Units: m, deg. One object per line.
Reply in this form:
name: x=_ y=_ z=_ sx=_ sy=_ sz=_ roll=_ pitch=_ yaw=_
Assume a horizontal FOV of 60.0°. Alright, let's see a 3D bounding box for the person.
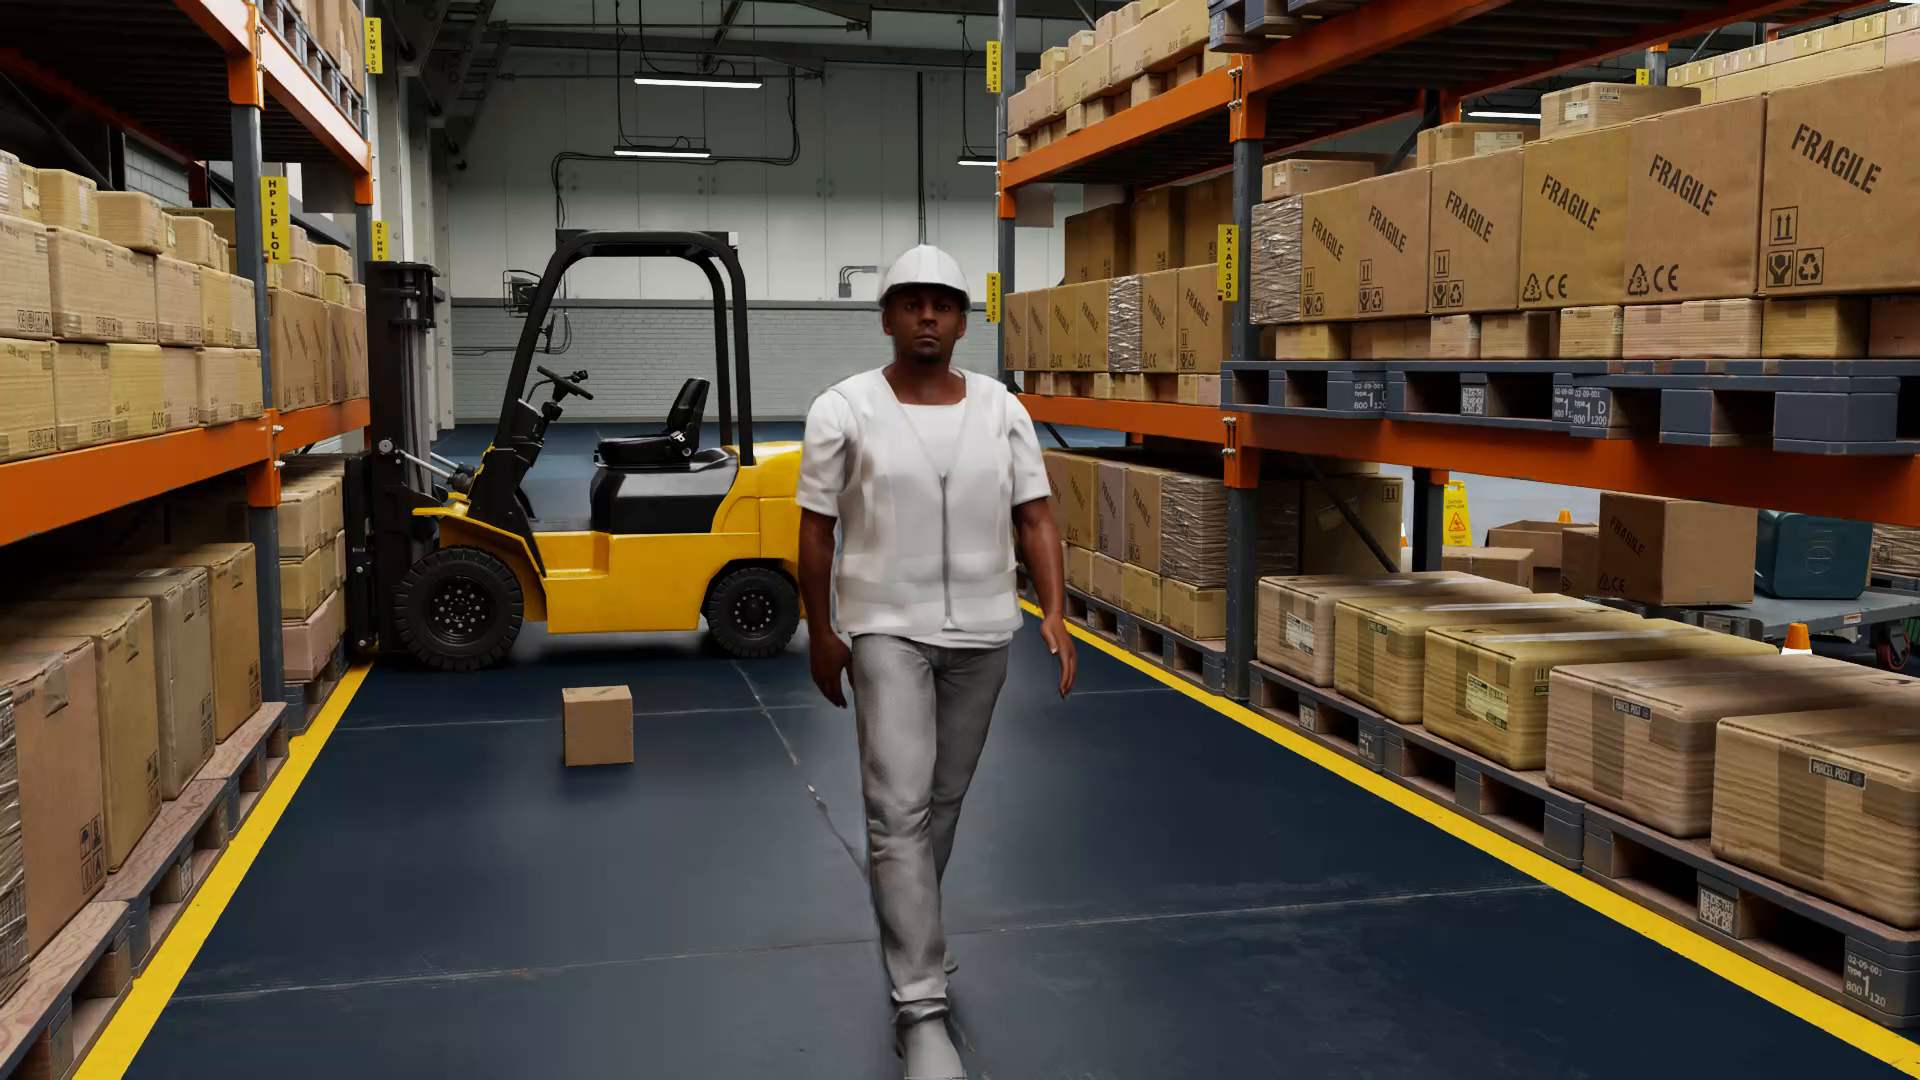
person: x=-0.027 y=0.216 z=3.680 sx=0.571 sy=1.736 sz=0.928 roll=-2 pitch=6 yaw=-19
